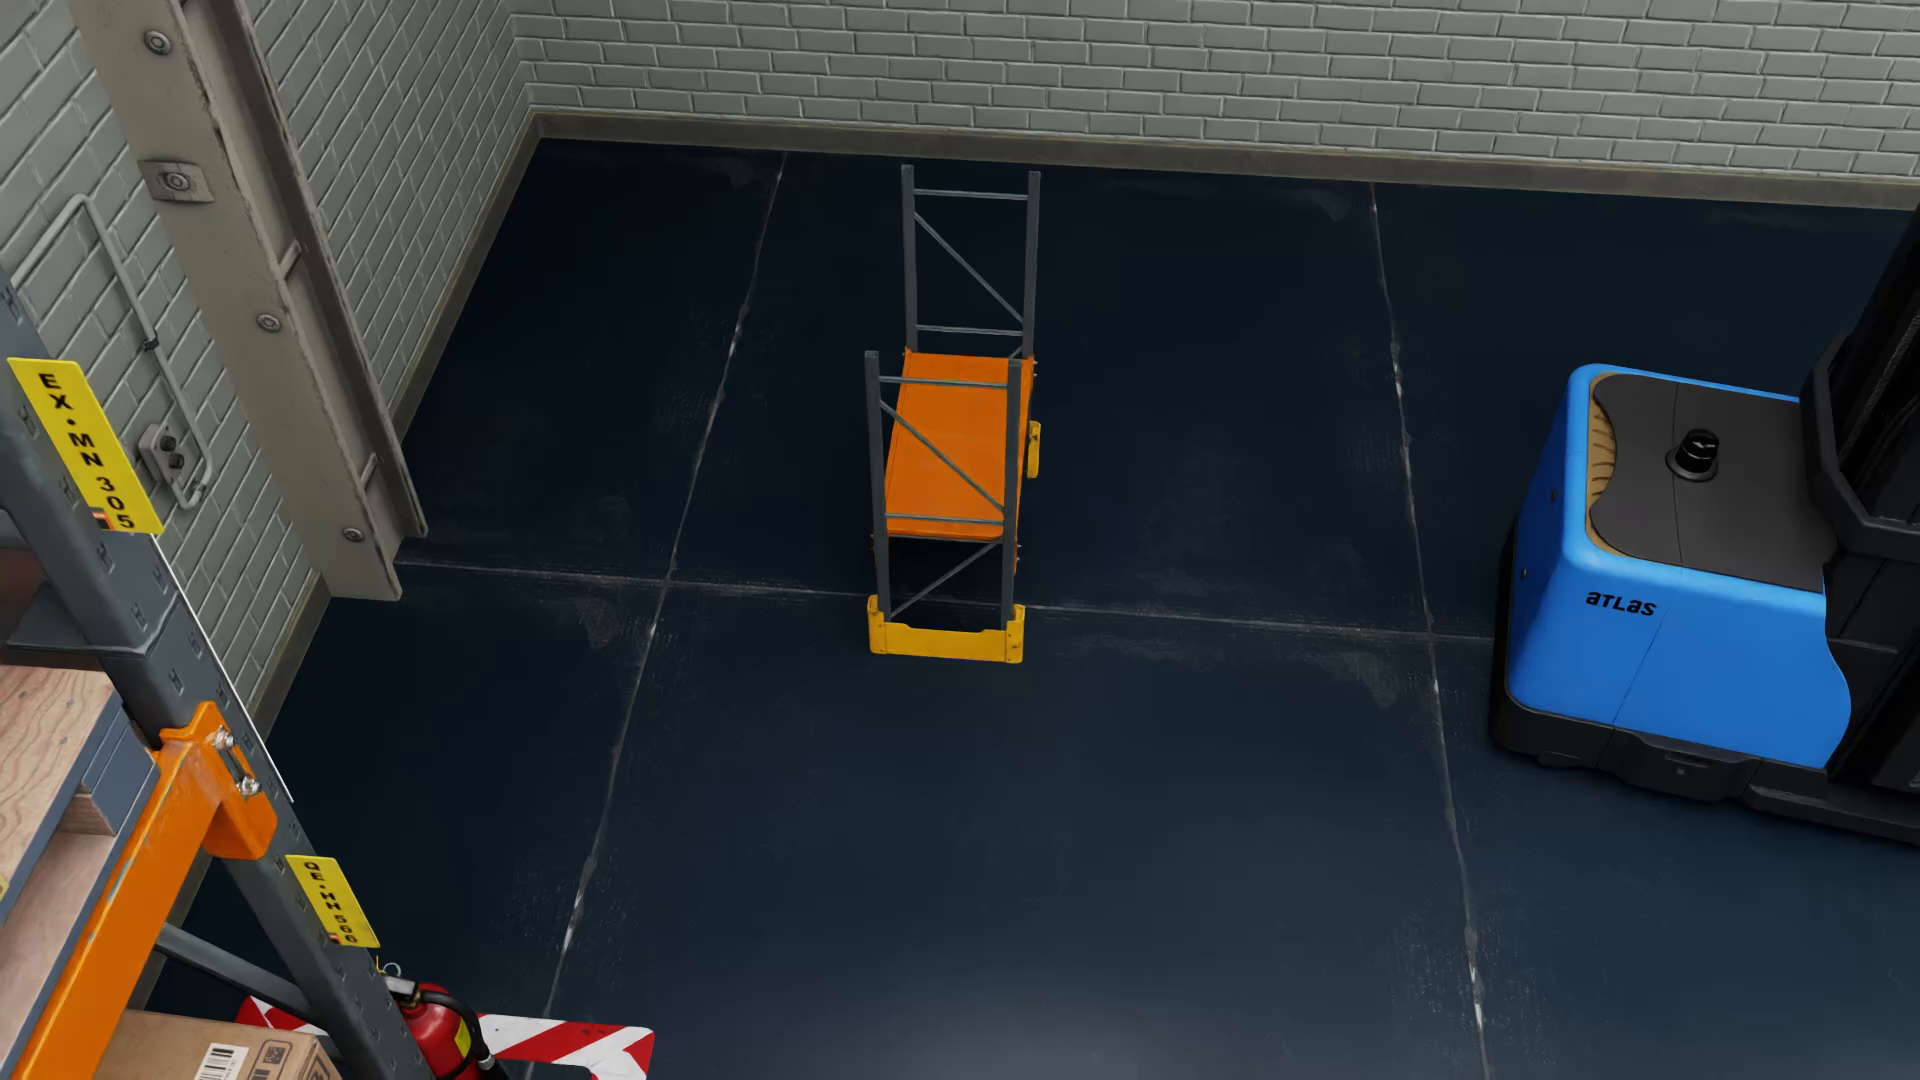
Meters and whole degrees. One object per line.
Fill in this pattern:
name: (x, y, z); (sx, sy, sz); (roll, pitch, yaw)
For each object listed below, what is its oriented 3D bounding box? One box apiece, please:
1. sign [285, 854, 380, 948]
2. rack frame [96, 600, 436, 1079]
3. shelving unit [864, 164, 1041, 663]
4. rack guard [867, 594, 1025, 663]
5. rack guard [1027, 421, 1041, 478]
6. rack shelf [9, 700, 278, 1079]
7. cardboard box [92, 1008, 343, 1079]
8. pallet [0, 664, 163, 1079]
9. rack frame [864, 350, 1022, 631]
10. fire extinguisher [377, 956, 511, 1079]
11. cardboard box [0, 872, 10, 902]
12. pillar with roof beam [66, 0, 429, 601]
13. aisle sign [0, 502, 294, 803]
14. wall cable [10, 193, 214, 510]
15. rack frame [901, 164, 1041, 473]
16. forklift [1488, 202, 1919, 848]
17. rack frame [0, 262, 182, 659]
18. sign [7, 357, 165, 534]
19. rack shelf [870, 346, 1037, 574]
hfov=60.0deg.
sign: (-1.194, 0.691, 3.166); (0.100, 0.325, 0.005); (4, 48, 4)
rack frame: (-1.733, 1.115, 3.724); (1.000, 3.000, 0.127); (4, 48, 4)
shelving unit: (-0.007, -0.450, 6.171); (0.587, 1.500, 1.083); (4, 48, 4)
rack guard: (-0.052, 0.338, 6.298); (0.587, 0.250, 0.087); (4, 48, 4)
rack guard: (0.038, -0.394, 6.967); (0.587, 0.250, 0.087); (4, 48, 4)
rack shelf: (-1.916, 1.815, 1.538); (1.077, 0.370, 4.000); (4, 48, 4)
cardboard box: (-1.770, 1.389, 3.269); (0.980, 0.700, 0.700); (6, 48, 5)
pallet: (-1.790, 0.678, 2.150); (1.003, 0.211, 1.213); (4, 48, 4)
rack frame: (-0.054, -0.070, 5.824); (0.500, 1.500, 0.032); (4, 48, 4)
fire extinguisher: (-1.260, 1.187, 3.963); (0.296, 0.674, 0.183); (4, 48, 4)
cardboard box: (-1.536, 0.534, 1.972); (0.500, 0.250, 0.500); (5, 48, 5)
pillar with roof beam: (1.939, -2.663, 3.113); (9.100, 9.000, 0.400); (4, 48, 4)
aisle sign: (-1.428, 0.205, 2.794); (0.394, 0.787, 0.004); (4, 48, 4)
wall cable: (-2.559, -0.233, 4.267); (0.084, 1.984, 1.851); (4, 48, 4)
rack frame: (0.039, -0.817, 6.507); (0.500, 1.500, 0.032); (4, 48, 4)
forklift: (3.499, -0.275, 5.041); (3.031, 2.935, 1.130); (12, 49, 10)
rack frame: (-1.733, -0.910, 1.510); (1.000, 3.000, 0.127); (4, 48, 4)
sign: (-1.194, -0.123, 2.276); (0.100, 0.325, 0.005); (4, 48, 4)
rack shelf: (-0.008, -0.322, 6.298); (0.538, 0.185, 1.000); (4, 48, 4)
